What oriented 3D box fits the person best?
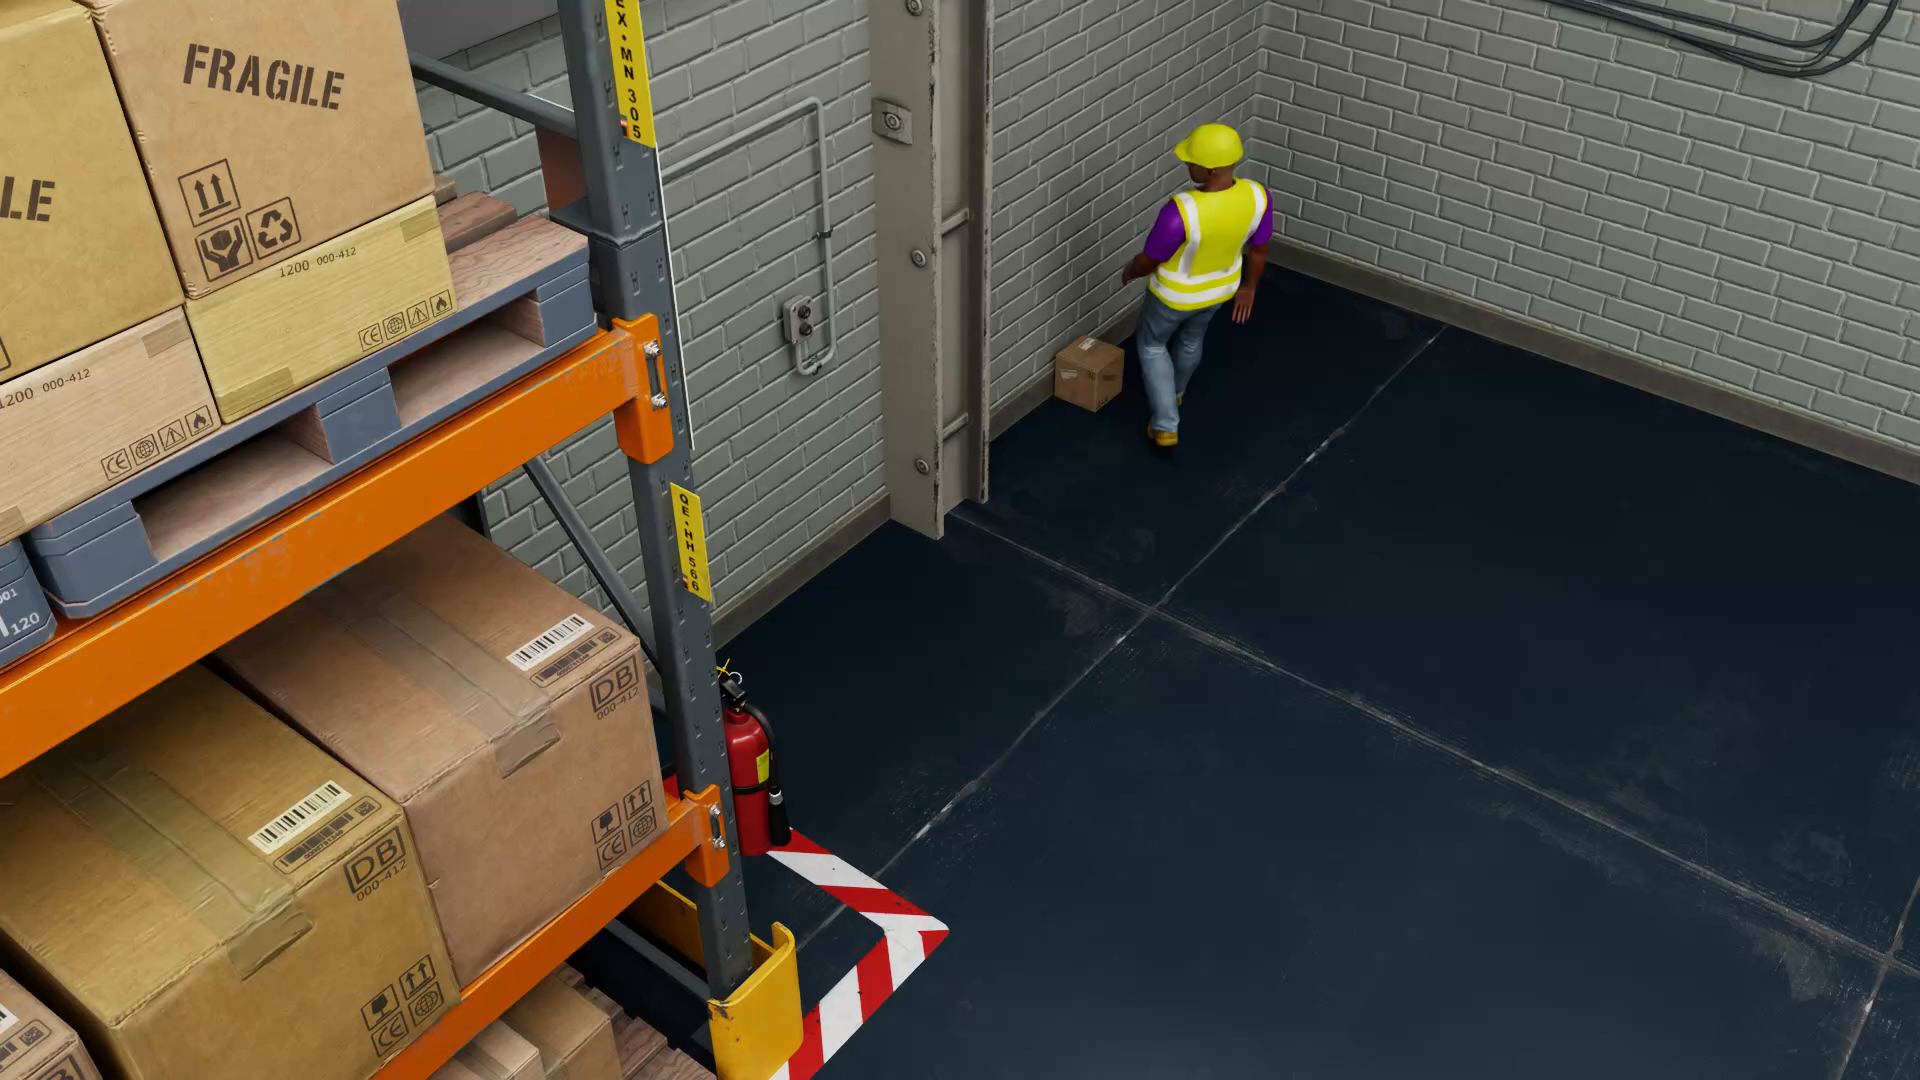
[{"bbox_3d":[1.010,-1.243,7.731,0.598,1.719,0.785,-14,41,-17],"label":"person"}]
